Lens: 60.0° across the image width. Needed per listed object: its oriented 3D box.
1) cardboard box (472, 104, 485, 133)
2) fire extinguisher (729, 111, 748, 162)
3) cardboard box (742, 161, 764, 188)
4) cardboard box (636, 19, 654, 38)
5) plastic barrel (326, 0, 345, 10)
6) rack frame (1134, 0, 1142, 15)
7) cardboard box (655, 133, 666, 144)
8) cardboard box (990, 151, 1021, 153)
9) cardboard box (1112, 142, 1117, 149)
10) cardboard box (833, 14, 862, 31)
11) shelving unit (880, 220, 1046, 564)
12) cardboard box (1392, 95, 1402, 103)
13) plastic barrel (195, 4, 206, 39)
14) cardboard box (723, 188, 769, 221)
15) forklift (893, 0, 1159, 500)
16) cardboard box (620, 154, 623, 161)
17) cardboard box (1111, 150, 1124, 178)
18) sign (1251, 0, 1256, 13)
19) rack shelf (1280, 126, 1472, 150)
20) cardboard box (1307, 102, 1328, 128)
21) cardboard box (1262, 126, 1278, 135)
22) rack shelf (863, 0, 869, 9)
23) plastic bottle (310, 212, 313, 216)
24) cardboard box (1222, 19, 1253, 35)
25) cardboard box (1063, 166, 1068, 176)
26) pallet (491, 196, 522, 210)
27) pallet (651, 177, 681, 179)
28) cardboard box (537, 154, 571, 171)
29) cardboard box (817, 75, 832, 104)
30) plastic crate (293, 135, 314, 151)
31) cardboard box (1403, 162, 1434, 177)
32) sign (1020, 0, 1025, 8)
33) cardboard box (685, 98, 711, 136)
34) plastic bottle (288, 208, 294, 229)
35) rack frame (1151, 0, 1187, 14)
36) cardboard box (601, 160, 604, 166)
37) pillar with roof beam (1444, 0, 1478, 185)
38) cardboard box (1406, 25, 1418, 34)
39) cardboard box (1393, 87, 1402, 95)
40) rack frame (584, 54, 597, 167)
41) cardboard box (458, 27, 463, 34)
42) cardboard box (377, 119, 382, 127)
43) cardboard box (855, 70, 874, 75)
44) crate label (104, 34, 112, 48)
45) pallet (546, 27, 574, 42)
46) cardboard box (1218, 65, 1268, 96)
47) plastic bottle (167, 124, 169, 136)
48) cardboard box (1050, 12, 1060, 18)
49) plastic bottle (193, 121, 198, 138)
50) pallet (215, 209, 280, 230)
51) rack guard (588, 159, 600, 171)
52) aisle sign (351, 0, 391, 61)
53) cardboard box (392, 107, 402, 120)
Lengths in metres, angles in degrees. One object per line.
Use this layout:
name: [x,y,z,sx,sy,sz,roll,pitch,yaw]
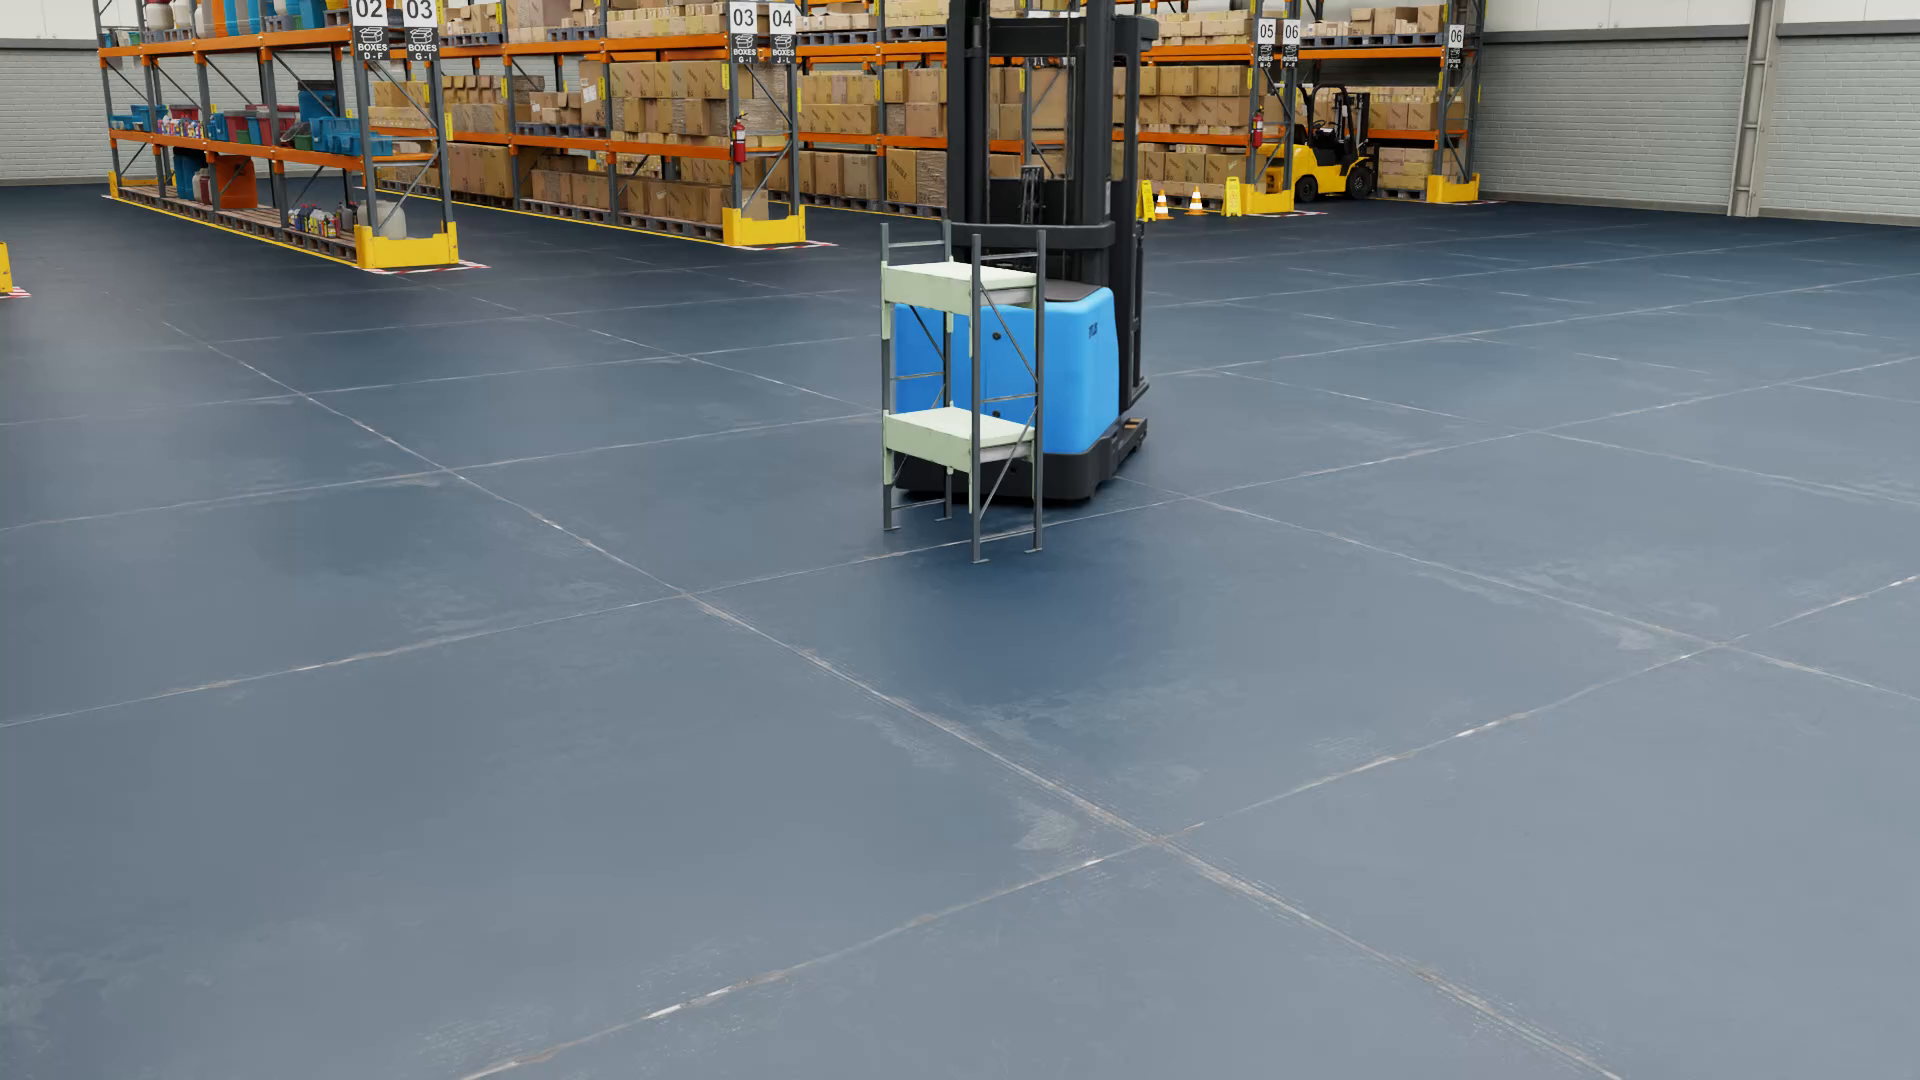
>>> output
cardboard box: [-8.475,-7.630,30.083,0.500,0.500,0.500,-12,19,-36]
fire extinguisher: [-2.990,-5.456,22.474,0.296,0.674,0.183,-11,19,-35]
cardboard box: [-3.915,-7.143,32.430,0.500,0.500,0.500,-11,19,-35]
cardboard box: [-4.380,-7.462,24.259,0.500,0.250,0.500,-12,19,-37]
plastic barrel: [-7.463,-6.784,20.347,0.600,0.588,0.600,0,15,0]
rack frame: [2.980,-10.875,30.764,1.000,3.000,0.127,-11,19,-35]
cardboard box: [-4.260,-5.911,24.468,0.380,0.149,0.250,-11,19,-35]
cardboard box: [0.416,-5.837,26.951,0.875,0.875,0.875,-11,19,-35]
cardboard box: [3.723,-9.163,38.582,0.380,0.149,0.250,-10,18,-33]
cardboard box: [-1.868,-9.046,29.063,0.500,0.250,0.500,-11,19,-35]
shelving unit: [0.004,-0.722,7.873,0.431,1.500,0.755,-11,19,-35]
cardboard box: [8.500,-8.460,31.885,0.380,0.149,0.250,-11,19,-35]
plastic barrel: [-11.459,-7.915,25.421,0.421,0.512,0.421,0,15,0]
cardboard box: [-3.038,-4.722,23.586,0.500,0.500,0.500,-7,17,-24]
forklift: [0.526,-1.966,9.705,1.130,2.935,3.031,4,16,15]
cardboard box: [-7.315,-8.489,36.888,0.380,0.149,0.250,-10,18,-32]
cardboard box: [3.109,-7.052,31.151,0.500,0.500,0.500,-10,18,-32]
sign: [4.871,-8.919,27.623,0.100,0.325,0.005,-11,19,-35]
rack shelf: [8.169,-7.979,32.908,1.077,0.370,4.000,-11,19,-35]
cardboard box: [7.362,-8.557,33.469,0.500,0.500,0.500,-10,18,-34]
cardboard box: [5.300,-7.111,28.850,0.380,0.149,0.250,-11,19,-34]
rack shelf: [-0.548,-11.616,35.593,1.077,0.370,4.000,-11,19,-35]
plastic bottle: [-8.676,-4.268,22.323,0.097,0.271,0.097,0,15,0]
cardboard box: [4.813,-8.713,28.266,0.500,0.250,0.500,-11,19,-35]
cardboard box: [2.244,-7.181,32.814,0.950,0.372,0.625,-10,18,-31]
pallet: [-7.790,-6.132,30.082,1.003,0.211,1.213,-11,19,-35]
pallet: [-6.092,-7.693,35.783,1.003,0.211,1.213,-11,19,-35]
cardboard box: [-6.970,-6.527,28.724,0.500,0.250,0.500,-10,18,-32]
cardboard box: [-2.158,-8.153,30.098,0.700,0.500,0.500,-11,19,-35]
plastic crate: [-8.472,-5.239,21.935,0.450,0.188,0.662,-11,19,-35]
cardboard box: [8.806,-7.071,31.697,0.500,0.250,0.500,-11,19,-35]
sign: [0.940,-8.092,24.750,0.100,0.325,0.005,-11,19,-35]
cardboard box: [-3.376,-5.991,23.529,0.875,0.500,0.500,-11,19,-35]
plastic bottle: [-9.210,-4.435,22.932,0.097,0.271,0.097,0,15,0]
rack frame: [4.641,-12.500,36.702,1.000,3.000,0.127,-11,19,-35]
cardboard box: [-7.920,-8.573,37.759,0.380,0.149,0.250,-10,18,-32]
pillar with roof beam: [6.182,-10.413,29.074,9.100,9.000,0.400,-11,19,-35]
cardboard box: [8.612,-9.605,31.296,0.380,0.149,0.250,-12,19,-36]
cardboard box: [8.532,-8.611,31.875,0.380,0.149,0.250,-11,19,-34]
rack frame: [-8.020,-9.754,38.032,1.000,3.000,0.127,-11,19,-35]
cardboard box: [-8.986,-9.338,30.512,0.380,0.149,0.250,-12,19,-37]
cardboard box: [-11.847,-8.648,34.468,0.380,0.149,0.250,-11,19,-36]
cardboard box: [-2.162,-10.549,37.626,0.380,0.149,0.250,-11,19,-36]
crate label: [-15.817,-9.365,31.209,0.408,0.251,0.502,-11,19,-35]
pallet: [-5.925,-8.169,26.914,1.213,0.211,1.003,-11,19,-35]
cardboard box: [4.855,-7.876,28.525,0.700,0.500,0.500,-11,19,-36]
plastic bottle: [-13.464,-7.001,28.350,0.097,0.201,0.097,0,15,0]
cardboard box: [1.445,-8.037,25.567,0.380,0.149,0.250,-11,19,-34]
plastic bottle: [-12.280,-6.605,26.770,0.097,0.271,0.097,0,15,0]
pallet: [-10.970,-5.012,25.989,1.003,0.211,1.213,-11,19,-35]
rack guard: [-7.976,-8.532,38.303,1.175,0.500,0.348,-11,19,-35]
aisle sign: [-6.888,-6.013,19.438,0.394,0.787,0.004,-11,19,-35]
cardboard box: [-11.113,-8.604,33.551,0.500,0.250,0.500,-11,19,-36]
